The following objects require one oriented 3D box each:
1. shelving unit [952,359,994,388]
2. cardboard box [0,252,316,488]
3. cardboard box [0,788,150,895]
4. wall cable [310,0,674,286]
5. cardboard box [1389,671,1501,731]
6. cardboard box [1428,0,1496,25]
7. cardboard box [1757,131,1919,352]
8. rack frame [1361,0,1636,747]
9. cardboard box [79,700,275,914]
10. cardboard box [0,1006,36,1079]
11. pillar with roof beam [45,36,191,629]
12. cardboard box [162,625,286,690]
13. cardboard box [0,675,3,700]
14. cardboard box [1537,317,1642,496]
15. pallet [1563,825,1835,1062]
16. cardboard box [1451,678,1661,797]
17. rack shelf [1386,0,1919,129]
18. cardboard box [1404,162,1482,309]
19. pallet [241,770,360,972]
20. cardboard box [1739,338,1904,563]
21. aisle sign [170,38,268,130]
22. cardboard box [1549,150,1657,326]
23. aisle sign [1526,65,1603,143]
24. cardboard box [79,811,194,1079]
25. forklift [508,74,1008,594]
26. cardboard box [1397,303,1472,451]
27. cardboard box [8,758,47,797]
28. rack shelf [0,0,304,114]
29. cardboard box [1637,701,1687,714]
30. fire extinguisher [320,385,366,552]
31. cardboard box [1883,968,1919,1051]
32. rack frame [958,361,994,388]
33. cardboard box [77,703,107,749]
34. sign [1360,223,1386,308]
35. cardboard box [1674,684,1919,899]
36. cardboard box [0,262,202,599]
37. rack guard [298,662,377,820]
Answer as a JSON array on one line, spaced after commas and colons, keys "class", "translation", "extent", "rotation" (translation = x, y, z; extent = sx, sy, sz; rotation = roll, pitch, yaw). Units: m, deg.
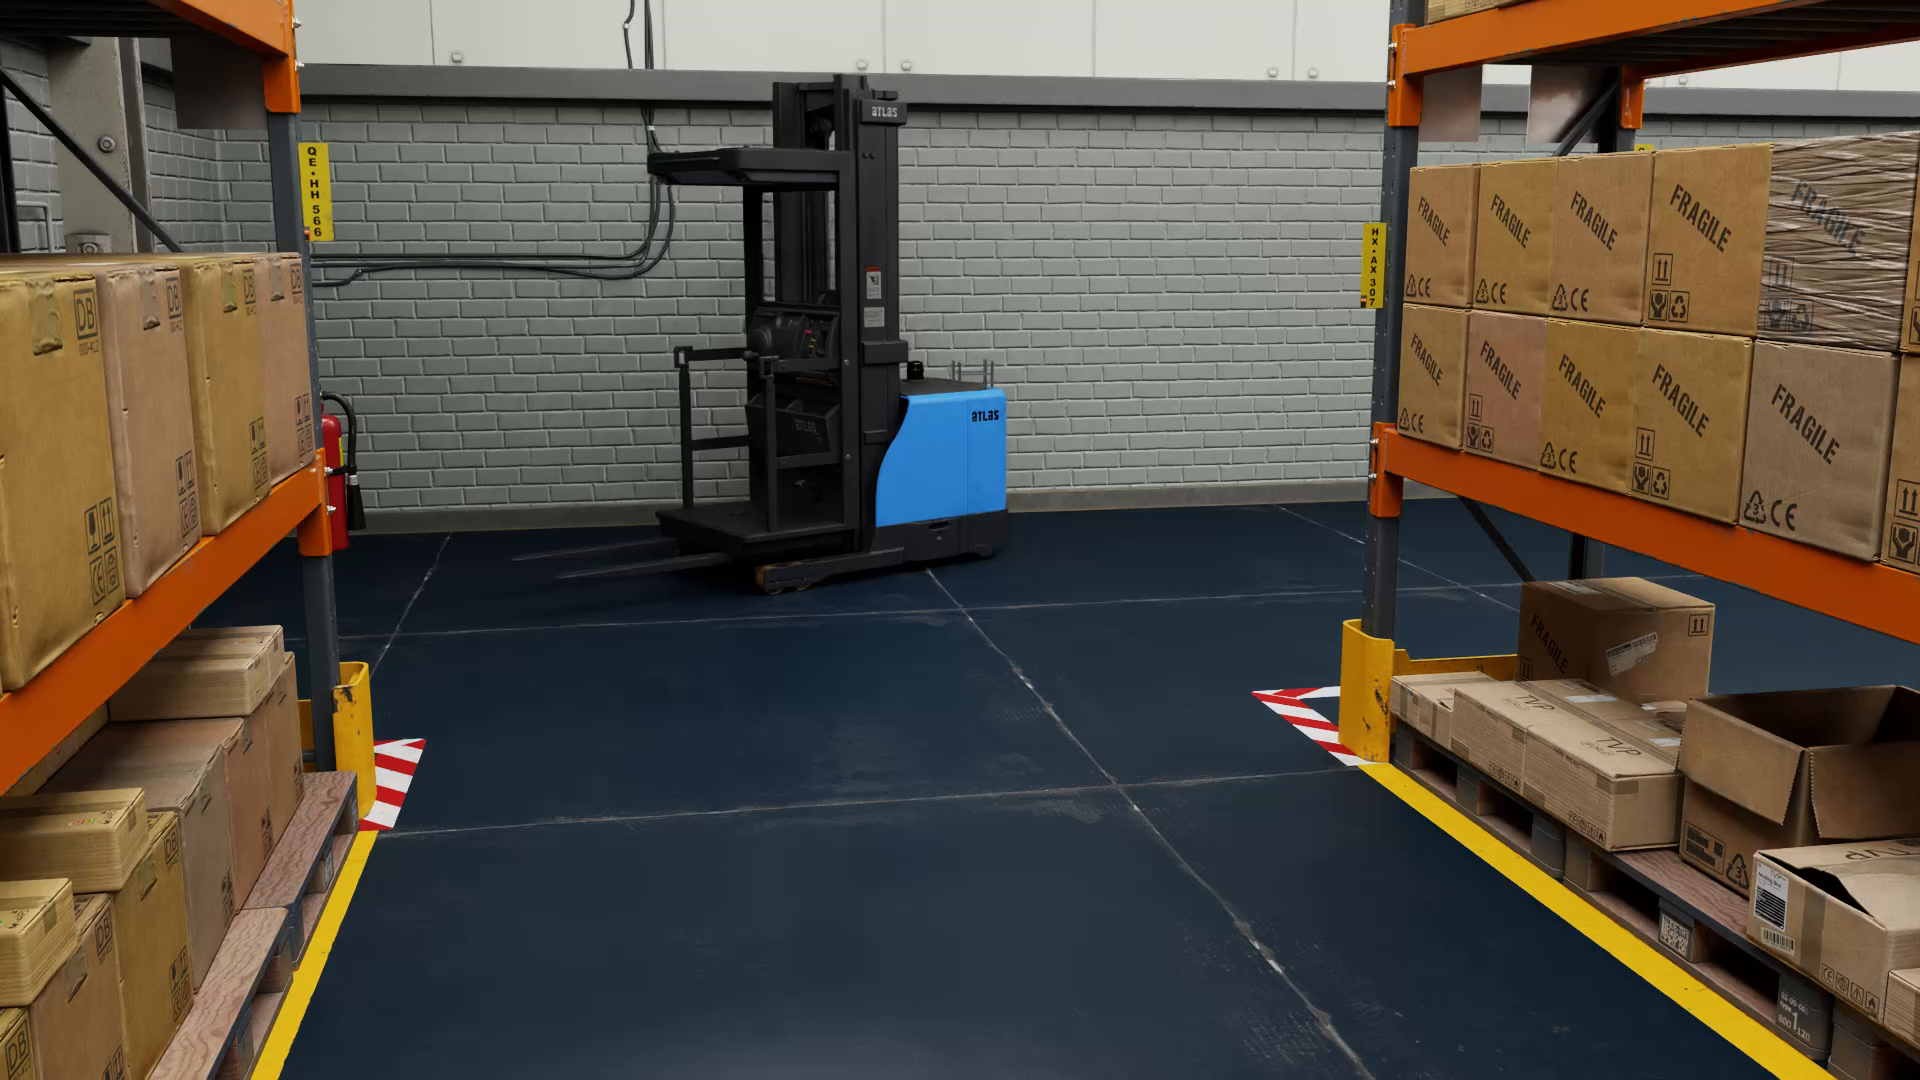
[{"class": "shelving unit", "translation": [0.084, -0.600, 11.139], "extent": [0.258, 1.200, 0.189], "rotation": [-3, 11, -13]}, {"class": "cardboard box", "translation": [-2.613, -0.531, 5.161], "extent": [0.980, 0.700, 0.700], "rotation": [-2, 11, -8]}, {"class": "cardboard box", "translation": [-1.978, 0.654, 3.566], "extent": [0.380, 0.149, 0.250], "rotation": [-2, 11, -13]}, {"class": "wall cable", "translation": [-3.471, -2.949, 10.927], "extent": [3.097, 2.526, 0.112], "rotation": [-2, 11, -11]}, {"class": "cardboard box", "translation": [1.881, 0.616, 6.385], "extent": [0.380, 0.149, 0.250], "rotation": [-2, 11, -11]}, {"class": "cardboard box", "translation": [1.987, -1.954, 5.819], "extent": [0.500, 0.250, 0.500], "rotation": [-2, 11, -11]}, {"class": "cardboard box", "translation": [2.362, -0.734, 4.088], "extent": [0.500, 0.500, 0.500], "rotation": [-2, 11, -11]}, {"class": "rack frame", "translation": [2.137, -0.658, 6.629], "extent": [1.000, 3.000, 0.127], "rotation": [-2, 11, -11]}, {"class": "cardboard box", "translation": [-2.390, 0.761, 4.736], "extent": [0.700, 0.500, 0.500], "rotation": [-2, 11, -11]}, {"class": "cardboard box", "translation": [-1.989, 1.138, 2.759], "extent": [0.700, 0.500, 0.500], "rotation": [-2, 11, -10]}, {"class": "pillar with roof beam", "translation": [0.127, -4.044, 8.377], "extent": [9.100, 9.000, 0.400], "rotation": [-2, 11, -11]}, {"class": "cardboard box", "translation": [-2.284, 0.368, 5.068], "extent": [0.380, 0.149, 0.250], "rotation": [-2, 11, -12]}, {"class": "cardboard box", "translation": [-2.033, 0.009, 2.322], "extent": [0.980, 0.700, 0.700], "rotation": [-2, 11, -10]}, {"class": "cardboard box", "translation": [2.165, -0.429, 5.161], "extent": [0.500, 0.500, 0.500], "rotation": [-2, 11, -11]}, {"class": "pallet", "translation": [2.541, 1.096, 4.875], "extent": [1.003, 0.211, 1.213], "rotation": [-2, 11, -11]}, {"class": "cardboard box", "translation": [2.061, 0.679, 5.785], "extent": [0.500, 0.250, 0.500], "rotation": [-2, 11, -11]}, {"class": "rack shelf", "translation": [2.526, -1.411, 4.489], "extent": [1.077, 0.370, 4.000], "rotation": [-2, 11, -11]}, {"class": "cardboard box", "translation": [1.964, -1.107, 6.048], "extent": [0.500, 0.500, 0.500], "rotation": [-2, 11, -9]}, {"class": "pallet", "translation": [-2.489, 1.037, 5.184], "extent": [1.003, 0.211, 1.213], "rotation": [-2, 11, -11]}, {"class": "cardboard box", "translation": [2.362, -0.244, 4.189], "extent": [0.500, 0.500, 0.500], "rotation": [-2, 11, -10]}, {"class": "aisle sign", "translation": [-2.441, -1.778, 5.562], "extent": [0.394, 0.787, 0.004], "rotation": [-2, 11, -11]}, {"class": "cardboard box", "translation": [2.166, -0.919, 5.063], "extent": [0.500, 0.500, 0.500], "rotation": [-2, 11, -10]}, {"class": "aisle sign", "translation": [2.424, -1.958, 6.510], "extent": [0.394, 0.787, 0.004], "rotation": [-2, 11, -11]}, {"class": "cardboard box", "translation": [-2.181, 0.951, 3.739], "extent": [0.700, 0.500, 0.500], "rotation": [-2, 11, -10]}, {"class": "forklift", "translation": [-1.169, -1.238, 9.860], "extent": [3.031, 2.935, 1.130], "rotation": [-8, 14, -37]}, {"class": "cardboard box", "translation": [1.964, -0.616, 6.142], "extent": [0.500, 0.500, 0.500], "rotation": [-2, 11, -10]}, {"class": "cardboard box", "translation": [-2.460, 0.568, 4.018], "extent": [0.380, 0.149, 0.250], "rotation": [-2, 11, -10]}, {"class": "rack shelf", "translation": [-2.333, -1.230, 3.538], "extent": [1.077, 0.370, 4.000], "rotation": [-2, 11, -11]}, {"class": "cardboard box", "translation": [2.475, 0.686, 5.968], "extent": [0.380, 0.166, 0.250], "rotation": [-2, 11, -11]}, {"class": "fire extinguisher", "translation": [-2.298, -0.300, 5.955], "extent": [0.296, 0.674, 0.183], "rotation": [-2, 11, -11]}, {"class": "cardboard box", "translation": [2.394, 1.100, 3.845], "extent": [0.380, 0.149, 0.250], "rotation": [-2, 11, -11]}, {"class": "rack frame", "translation": [0.106, -0.583, 11.052], "extent": [0.240, 1.200, 0.006], "rotation": [-3, 11, -13]}, {"class": "cardboard box", "translation": [-2.560, 0.474, 4.510], "extent": [0.380, 0.149, 0.250], "rotation": [-2, 11, -11]}, {"class": "sign", "translation": [1.604, -1.063, 6.444], "extent": [0.100, 0.325, 0.005], "rotation": [-2, 11, -11]}, {"class": "cardboard box", "translation": [2.544, 0.742, 4.776], "extent": [0.797, 0.503, 0.637], "rotation": [-2, 11, -11]}, {"class": "cardboard box", "translation": [-2.321, -0.258, 3.726], "extent": [0.980, 0.700, 0.700], "rotation": [-3, 11, -14]}, {"class": "rack guard", "translation": [-2.726, 0.747, 5.936], "extent": [1.175, 0.500, 0.348], "rotation": [-2, 11, -11]}]
